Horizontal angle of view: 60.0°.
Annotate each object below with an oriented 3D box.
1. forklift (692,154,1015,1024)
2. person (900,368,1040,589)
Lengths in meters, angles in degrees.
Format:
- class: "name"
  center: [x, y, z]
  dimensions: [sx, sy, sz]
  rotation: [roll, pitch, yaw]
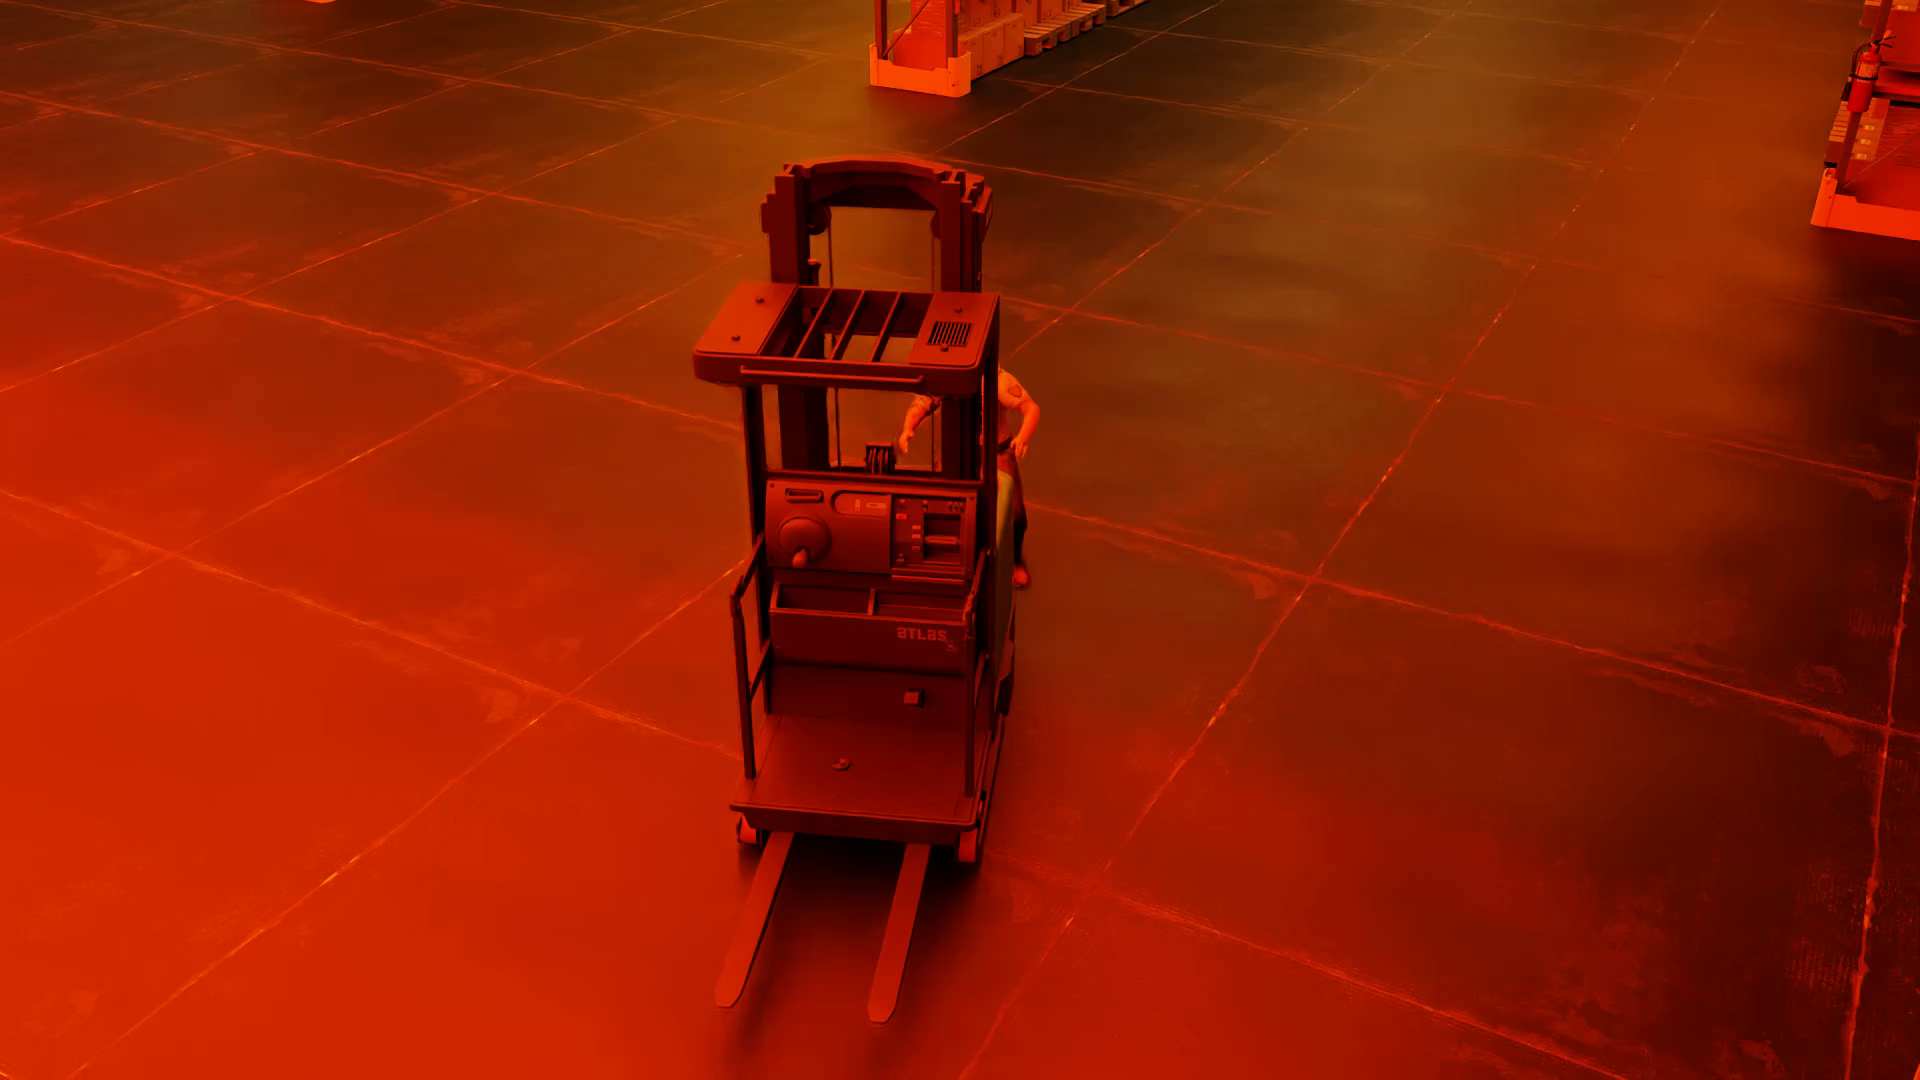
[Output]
- class: "forklift"
  center: [-0.415, -0.002, 7.073]
  dimensions: [1.130, 2.935, 3.031]
  rotation: [4, 30, 7]
- class: "person"
  center: [0.015, -0.431, 9.315]
  dimensions: [0.952, 1.434, 0.711]
  rotation: [15, 33, 25]
